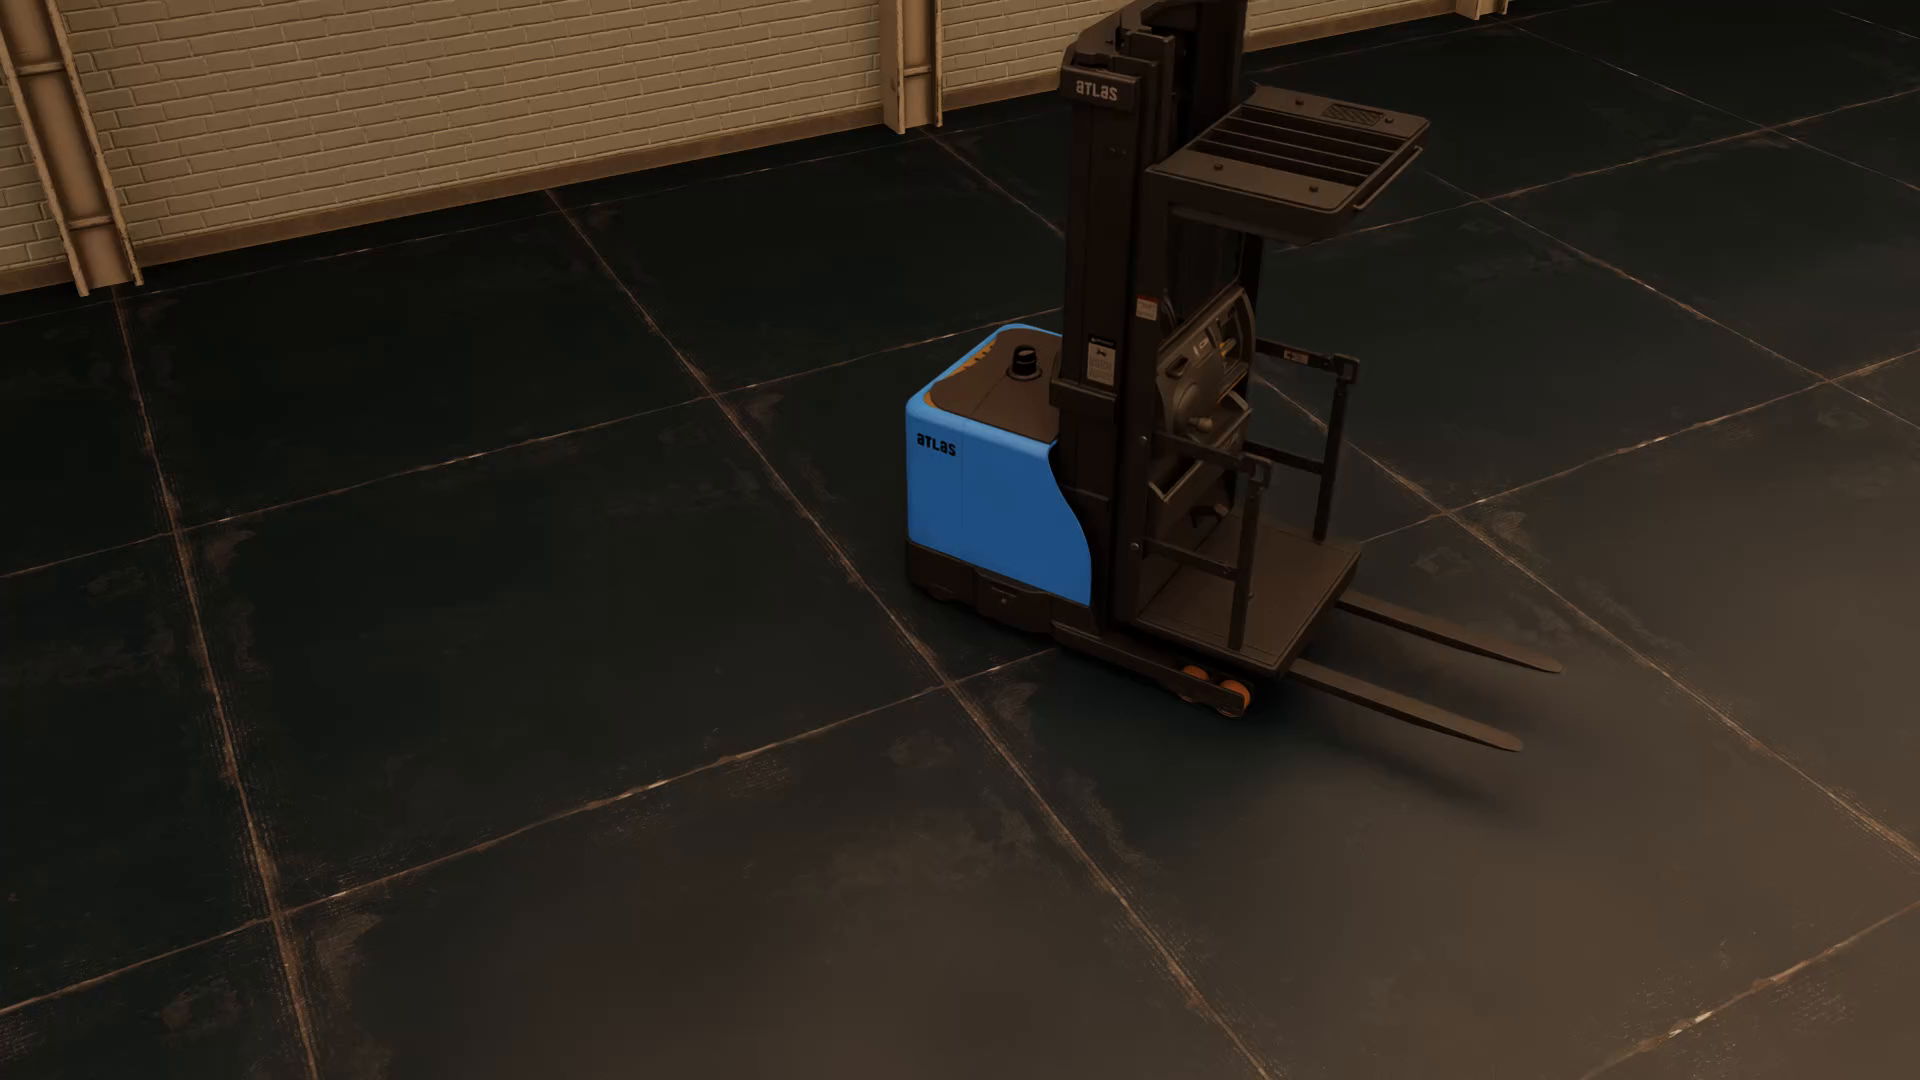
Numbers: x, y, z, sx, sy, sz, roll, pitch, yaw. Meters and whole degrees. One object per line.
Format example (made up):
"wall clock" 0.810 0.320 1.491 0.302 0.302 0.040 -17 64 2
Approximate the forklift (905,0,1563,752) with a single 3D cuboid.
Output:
"forklift" 1.252 -0.747 7.180 3.031 2.935 1.130 20 40 26
